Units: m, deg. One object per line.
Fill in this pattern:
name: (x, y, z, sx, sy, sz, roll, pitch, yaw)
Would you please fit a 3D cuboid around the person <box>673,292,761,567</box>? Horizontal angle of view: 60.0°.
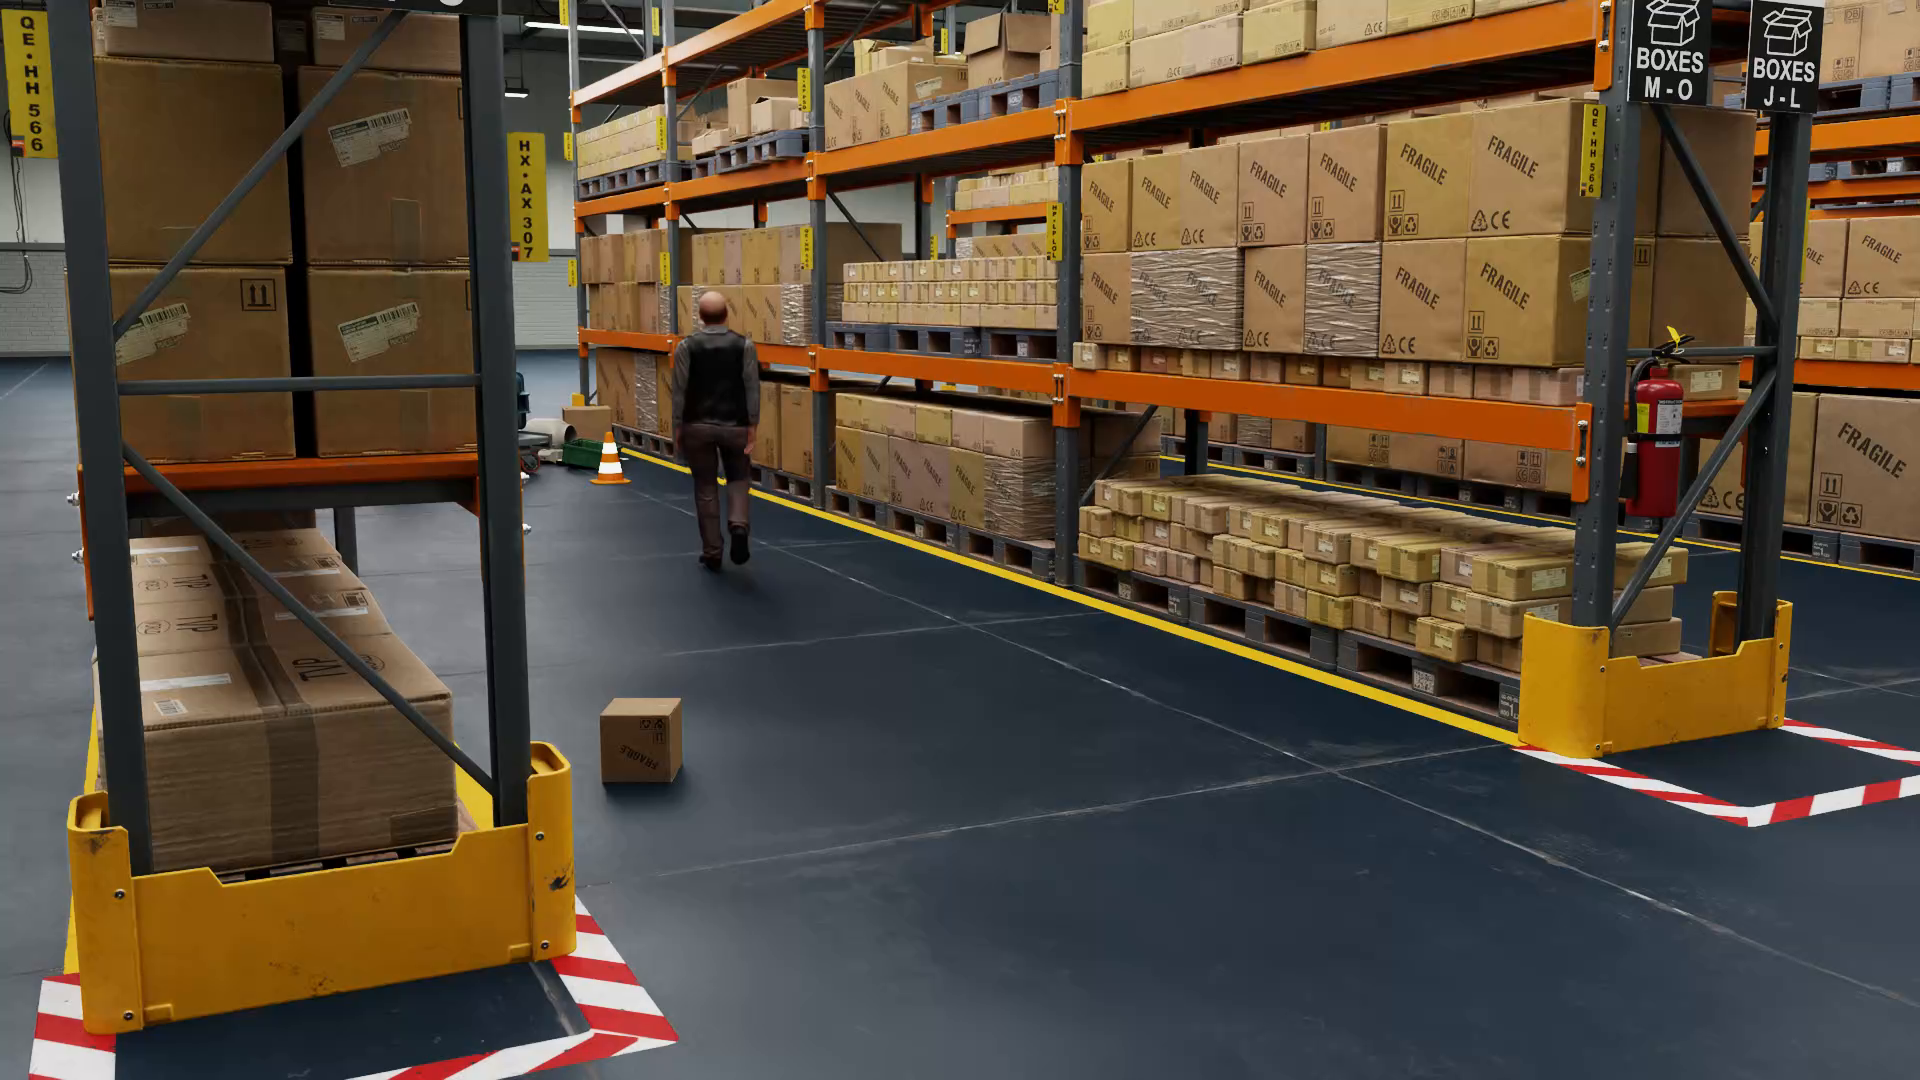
person: (-1.524, -0.690, 10.414, 0.537, 1.713, 0.476, -2, 9, -15)
